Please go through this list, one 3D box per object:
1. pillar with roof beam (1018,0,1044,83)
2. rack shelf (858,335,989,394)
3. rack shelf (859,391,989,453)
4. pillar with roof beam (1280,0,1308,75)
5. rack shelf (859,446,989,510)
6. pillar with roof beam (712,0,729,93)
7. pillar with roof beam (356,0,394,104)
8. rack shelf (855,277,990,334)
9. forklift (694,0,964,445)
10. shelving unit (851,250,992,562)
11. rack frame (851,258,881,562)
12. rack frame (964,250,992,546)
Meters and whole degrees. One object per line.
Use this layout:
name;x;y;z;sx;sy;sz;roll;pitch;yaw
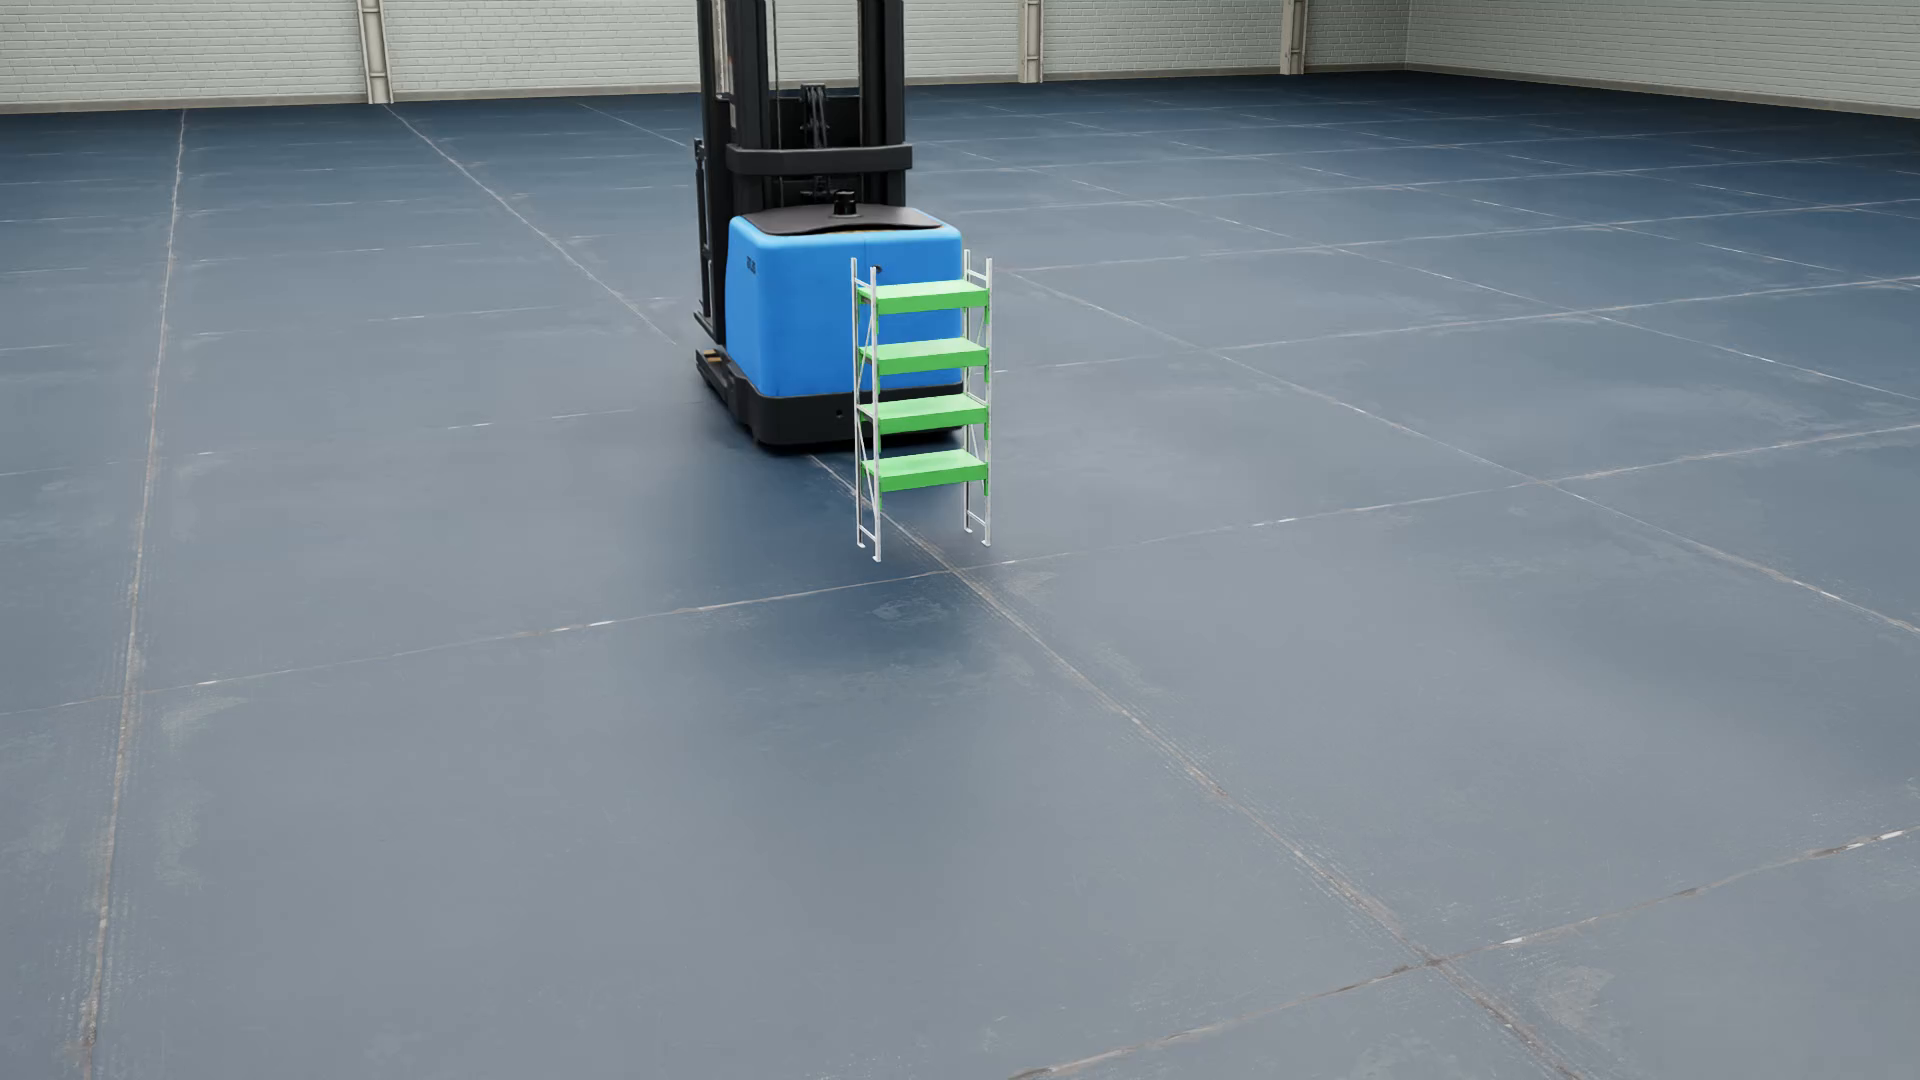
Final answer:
pillar with roof beam;3.062;-11.802;26.992;0.400;9.000;9.100;-8;21;-22
rack shelf;-0.152;-0.710;6.702;0.480;0.148;0.258;-8;21;-22
rack shelf;-0.152;-0.484;6.782;0.480;0.148;0.258;-8;21;-22
pillar with roof beam;8.571;-12.592;29.234;0.400;9.000;9.100;-8;21;-22
rack shelf;-0.152;-0.258;6.862;0.480;0.148;0.258;-8;21;-22
pillar with roof beam;-2.447;-11.013;24.750;0.400;9.000;9.100;-8;21;-22
pillar with roof beam;-7.956;-10.224;22.509;0.400;9.000;9.100;-8;21;-22
rack shelf;-0.152;-0.937;6.623;0.480;0.148;0.258;-8;21;-22
forklift;-0.907;-2.299;9.139;1.130;2.935;3.031;-6;20;-17
shelving unit;-0.152;-0.544;6.761;0.503;1.200;0.258;-8;21;-22
rack frame;-0.376;-0.512;6.670;0.015;1.200;0.240;-8;21;-22
rack frame;0.072;-0.576;6.852;0.015;1.200;0.240;-8;21;-22
